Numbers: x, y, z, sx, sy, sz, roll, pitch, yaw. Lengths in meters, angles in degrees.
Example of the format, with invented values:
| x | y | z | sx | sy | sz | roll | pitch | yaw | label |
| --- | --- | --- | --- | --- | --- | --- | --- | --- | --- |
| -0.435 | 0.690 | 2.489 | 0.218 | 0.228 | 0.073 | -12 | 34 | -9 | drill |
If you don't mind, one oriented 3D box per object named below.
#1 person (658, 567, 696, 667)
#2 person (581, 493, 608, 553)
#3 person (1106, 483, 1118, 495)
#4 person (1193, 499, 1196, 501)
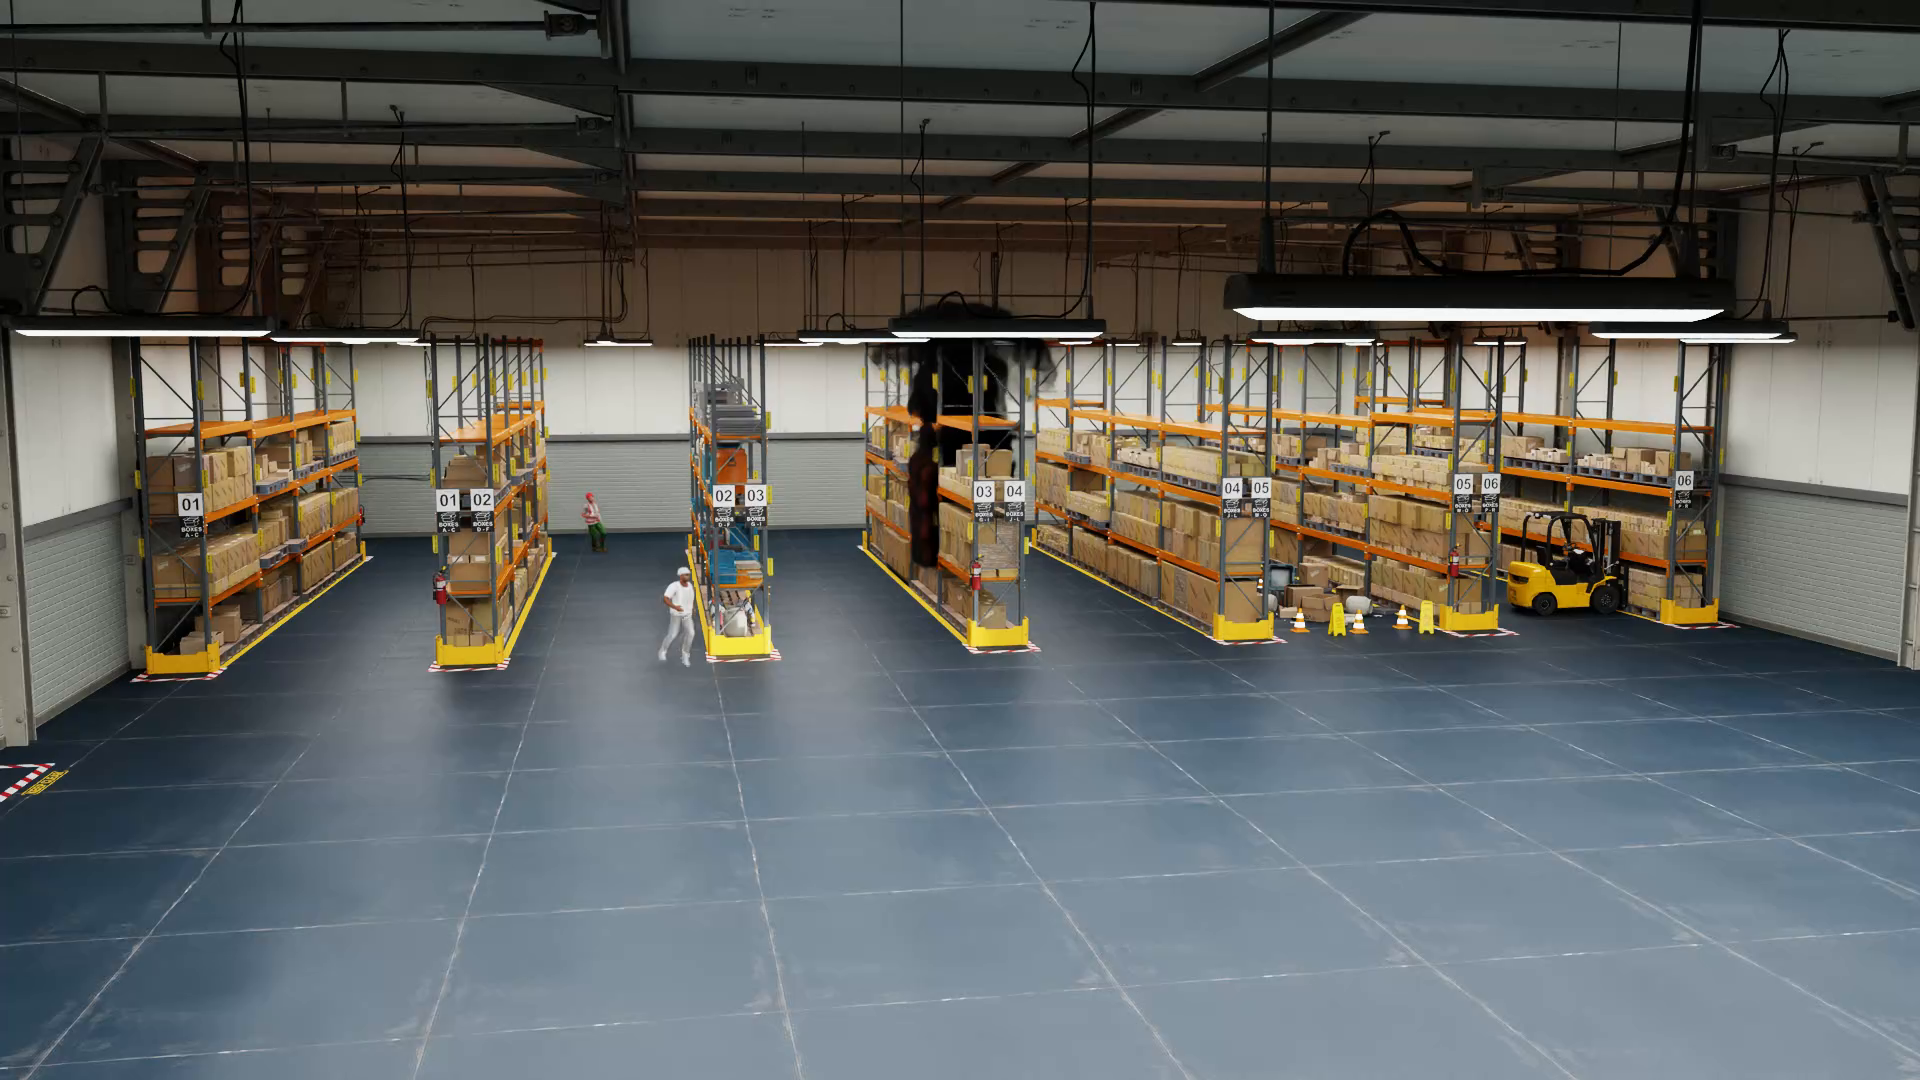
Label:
| x | y | z | sx | sy | sz | roll | pitch | yaw | label |
| --- | --- | --- | --- | --- | --- | --- | --- | --- | --- |
| -5.093 | 1.390 | 30.404 | 0.760 | 1.784 | 0.760 | -6 | 9 | -43 | person |
| -10.278 | -0.478 | 46.655 | 0.774 | 1.733 | 0.656 | -6 | 9 | -43 | person |
| 4.625 | -0.981 | 51.127 | 0.920 | 1.699 | 0.582 | -4 | 8 | -34 | person |
| 7.265 | -0.915 | 51.000 | 0.642 | 1.584 | 0.746 | 0 | 7 | 2 | person |
